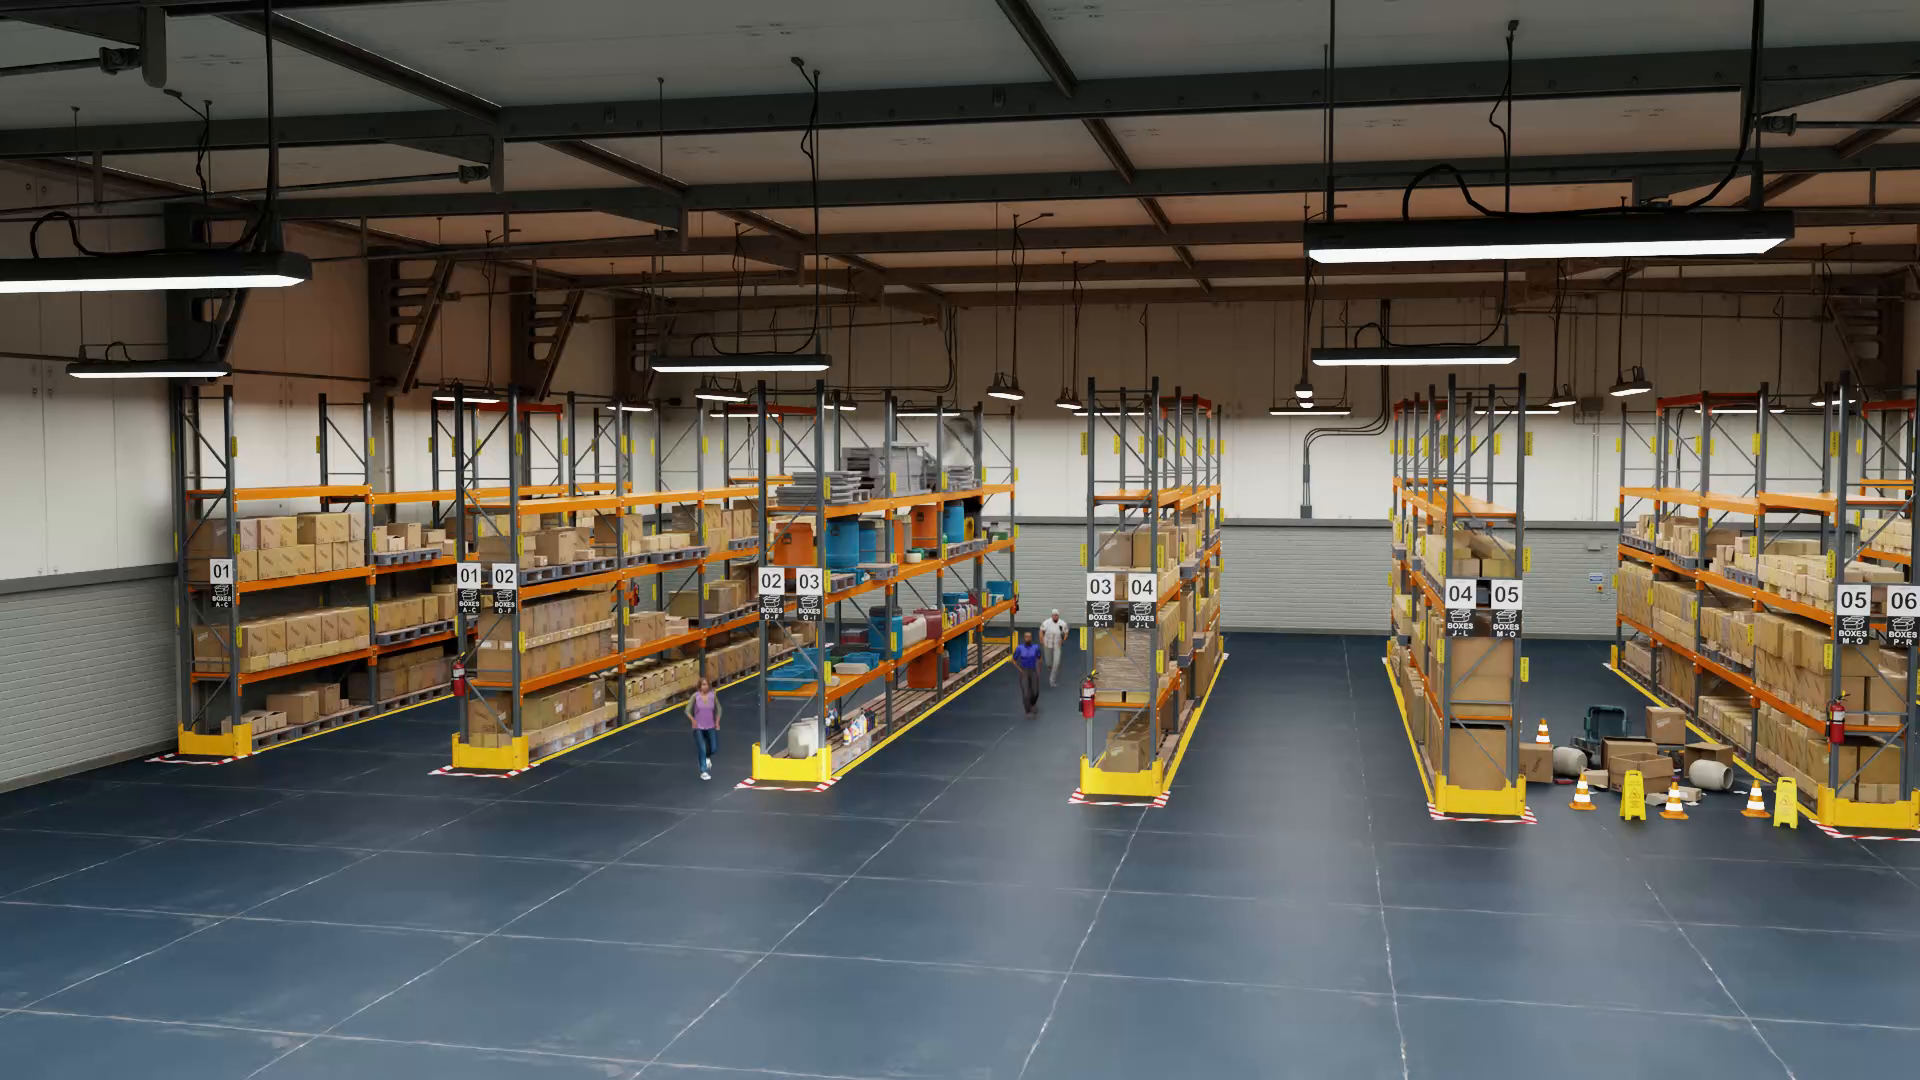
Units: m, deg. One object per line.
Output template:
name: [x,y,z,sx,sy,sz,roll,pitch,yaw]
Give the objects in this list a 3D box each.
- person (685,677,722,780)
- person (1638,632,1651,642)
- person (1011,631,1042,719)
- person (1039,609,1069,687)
person: [-3.855,2.826,25.008,0.561,1.541,0.548,-1,3,-21]
person: [15.961,1.978,38.439,0.849,1.765,0.683,0,3,5]
person: [1.243,2.530,30.655,0.593,1.528,0.557,0,3,-5]
person: [1.985,2.258,35.088,0.630,1.641,0.700,0,3,5]
